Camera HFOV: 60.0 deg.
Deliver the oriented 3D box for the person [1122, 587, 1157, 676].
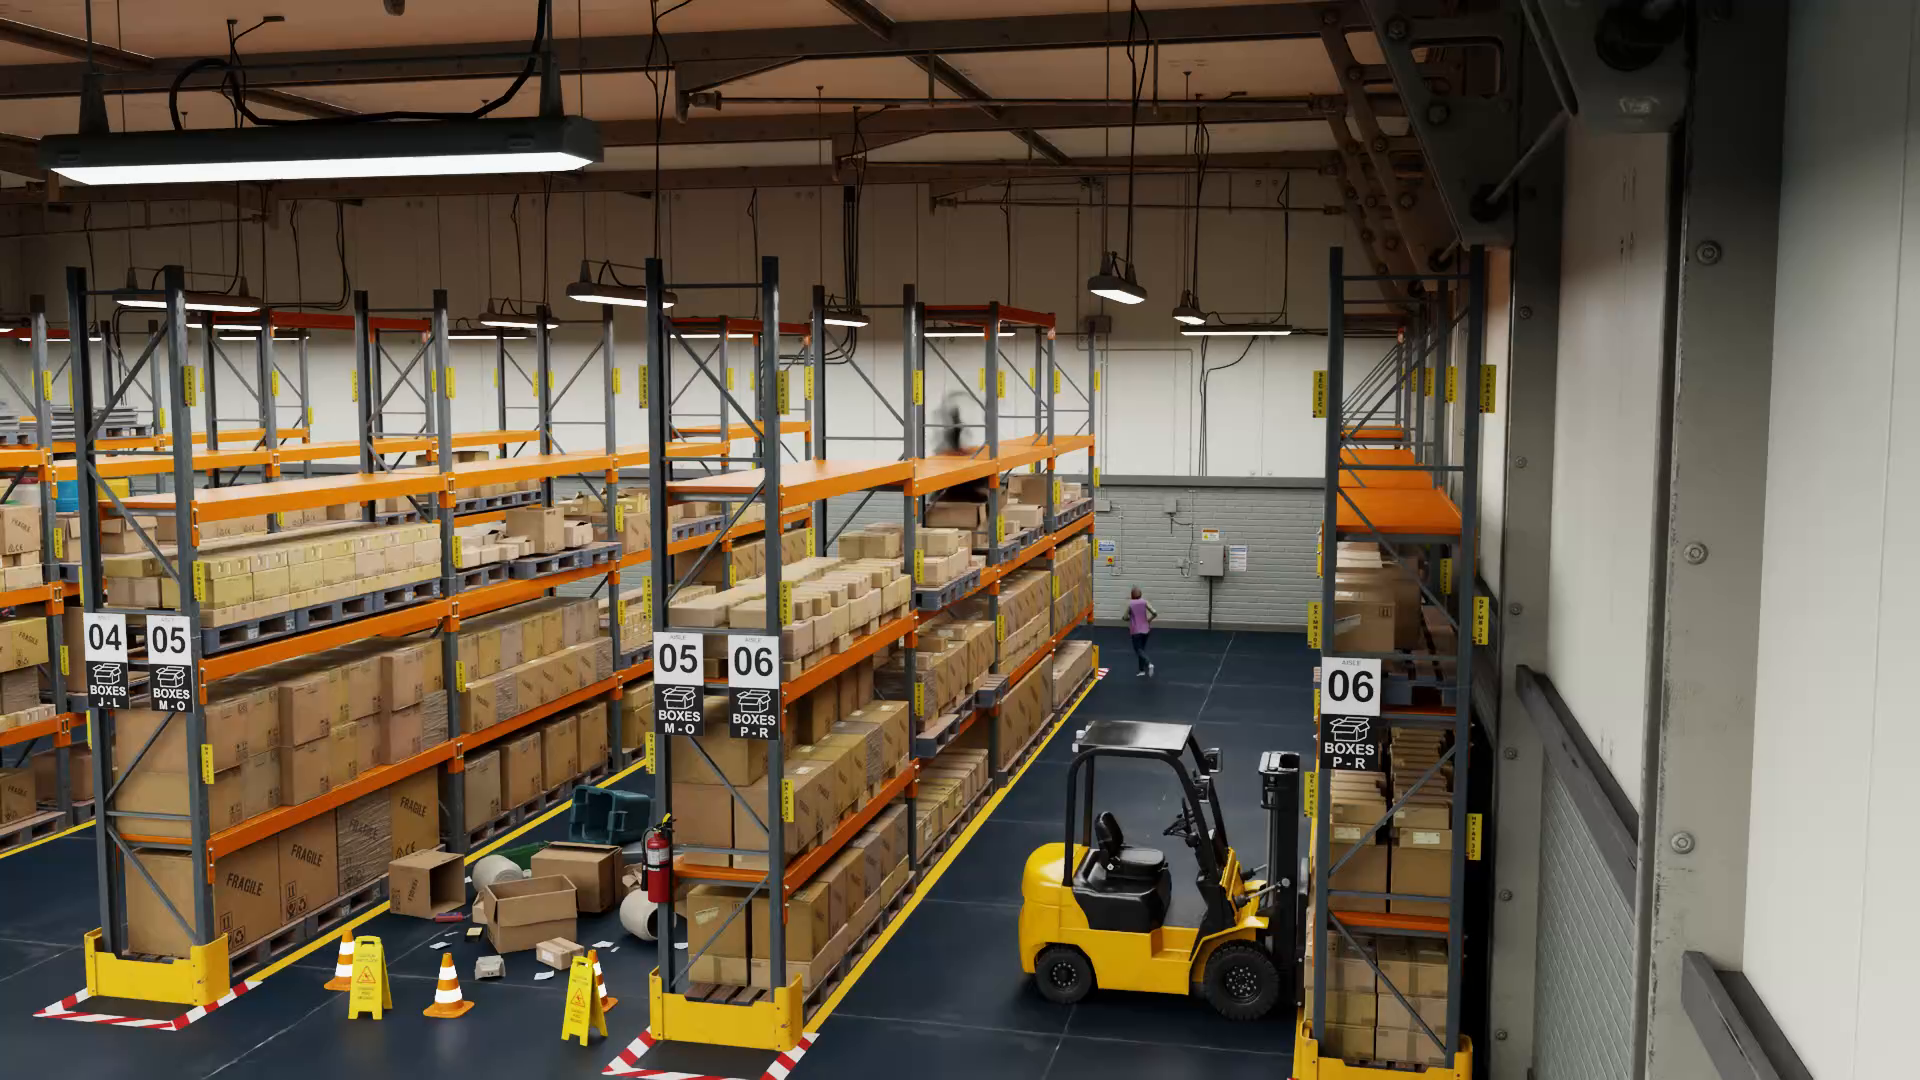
[{"bbox_3d":[3.015,1.576,28.019,0.577,1.582,0.757,-1,6,-13],"label":"person"}]
